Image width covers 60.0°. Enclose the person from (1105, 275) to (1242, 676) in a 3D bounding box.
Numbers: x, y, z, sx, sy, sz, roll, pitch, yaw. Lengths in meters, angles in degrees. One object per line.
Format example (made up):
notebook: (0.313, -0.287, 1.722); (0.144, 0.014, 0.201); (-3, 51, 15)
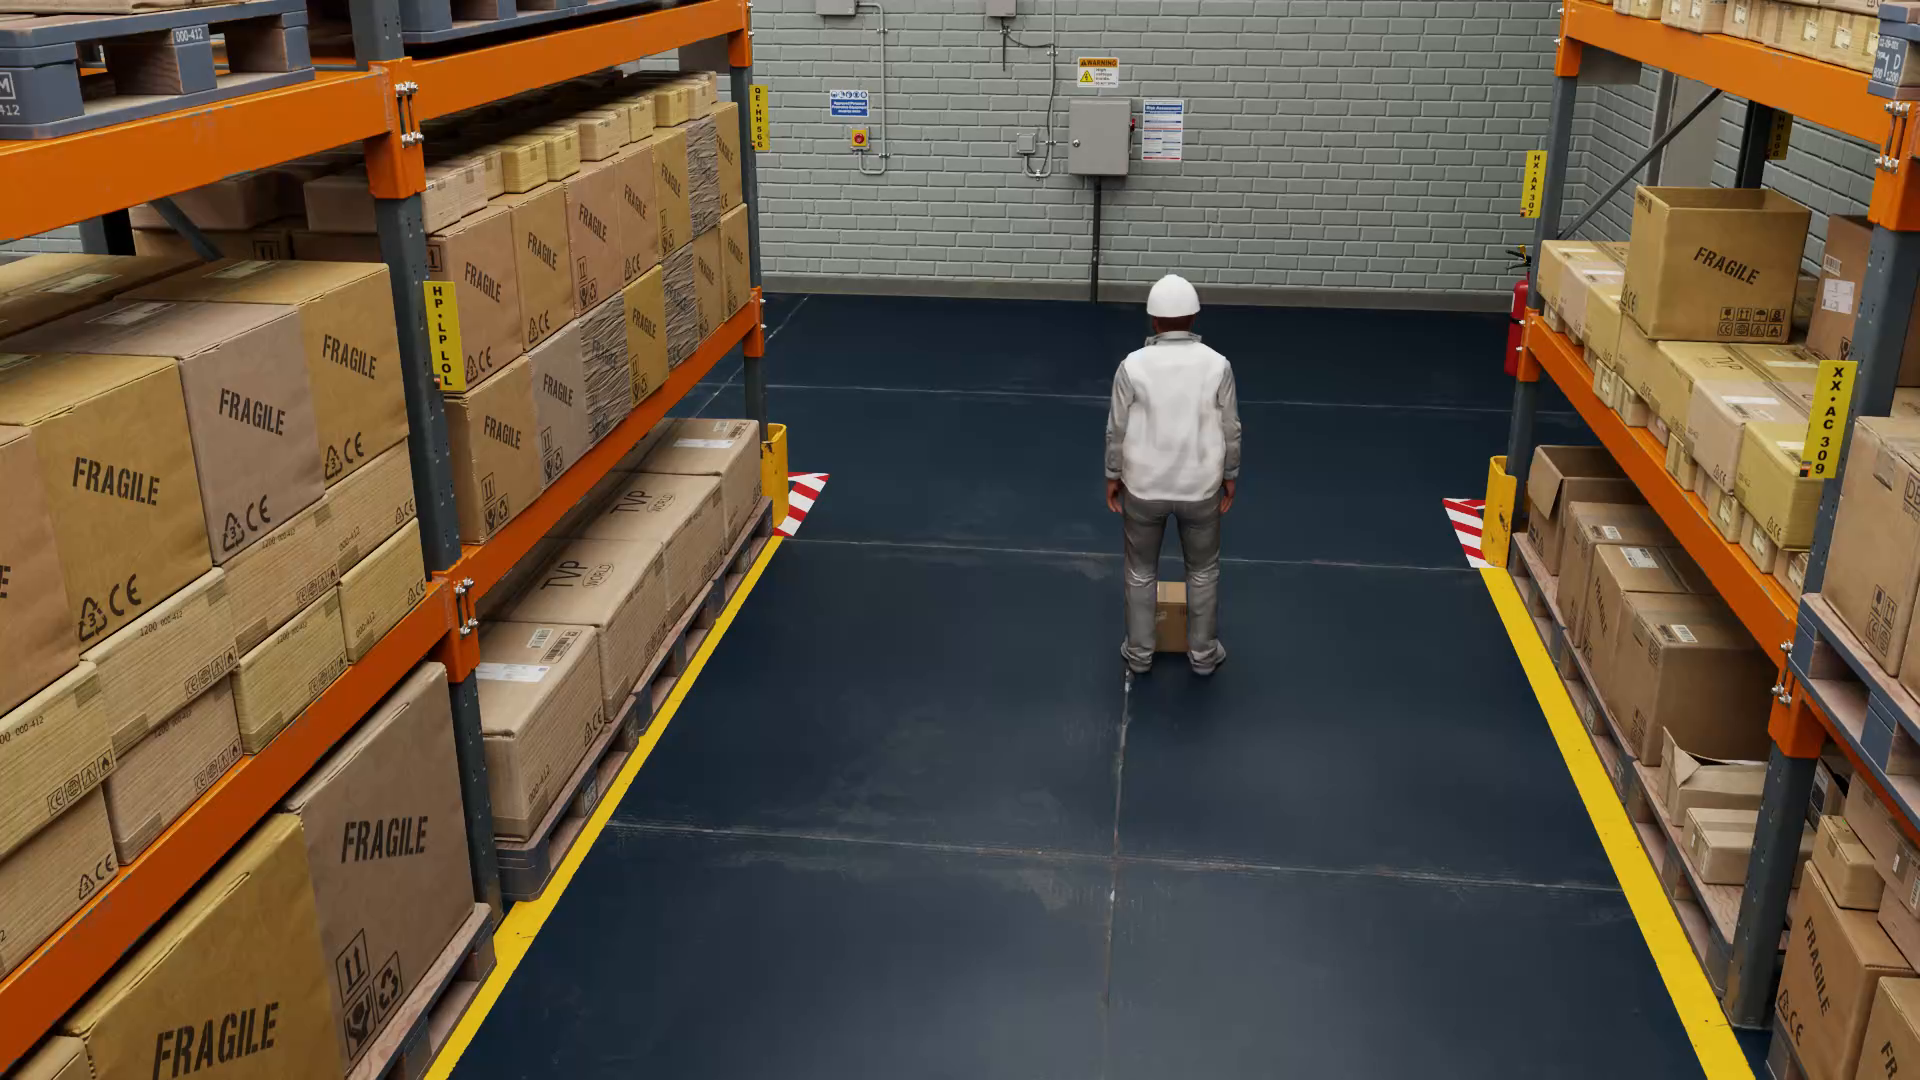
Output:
person: (0.918, -0.259, 7.222); (0.586, 1.770, 0.463); (1, 21, 3)
